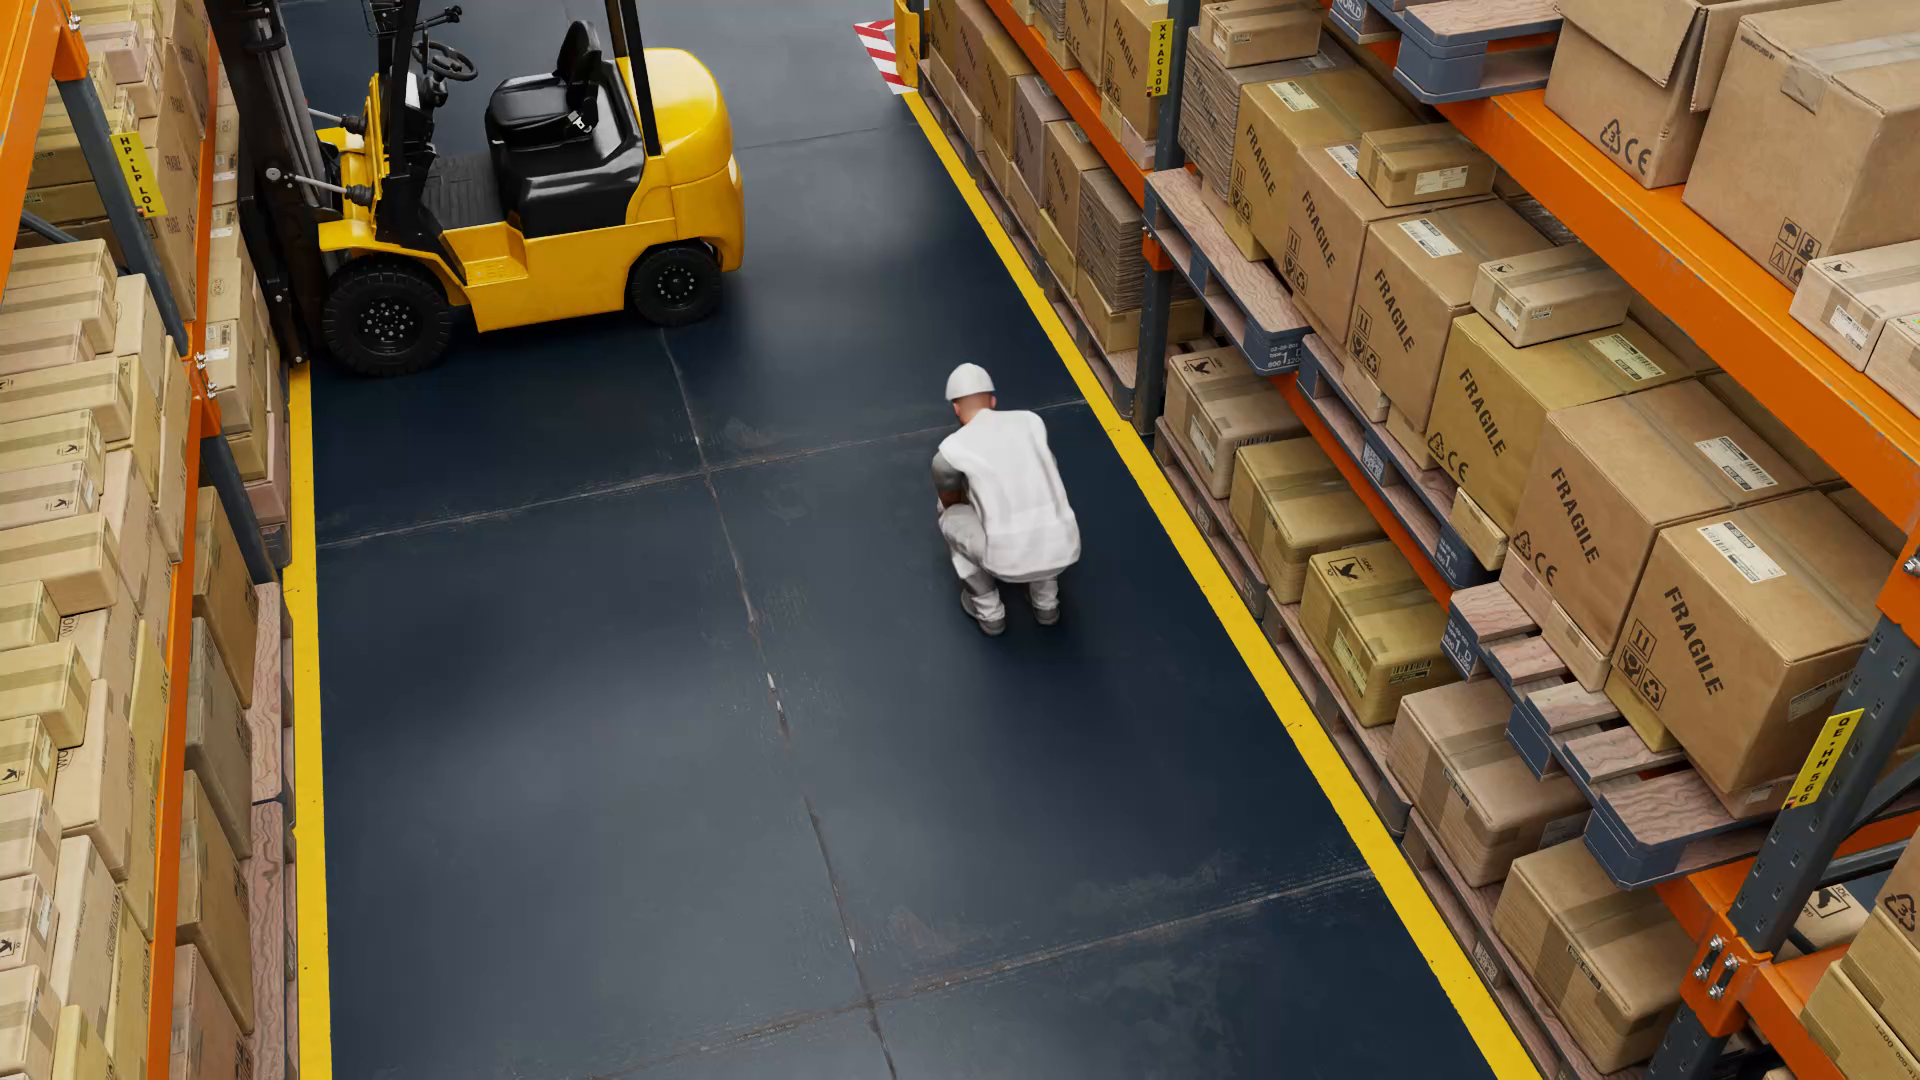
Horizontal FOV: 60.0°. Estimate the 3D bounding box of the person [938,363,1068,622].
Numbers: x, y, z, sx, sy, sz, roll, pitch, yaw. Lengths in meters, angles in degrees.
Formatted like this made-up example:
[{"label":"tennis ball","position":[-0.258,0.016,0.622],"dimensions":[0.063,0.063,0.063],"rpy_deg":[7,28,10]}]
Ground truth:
[{"label":"person","position":[6.440,-12.240,20.402],"dimensions":[23.978,0.991,31.142],"rpy_deg":[-13,43,-14]}]
